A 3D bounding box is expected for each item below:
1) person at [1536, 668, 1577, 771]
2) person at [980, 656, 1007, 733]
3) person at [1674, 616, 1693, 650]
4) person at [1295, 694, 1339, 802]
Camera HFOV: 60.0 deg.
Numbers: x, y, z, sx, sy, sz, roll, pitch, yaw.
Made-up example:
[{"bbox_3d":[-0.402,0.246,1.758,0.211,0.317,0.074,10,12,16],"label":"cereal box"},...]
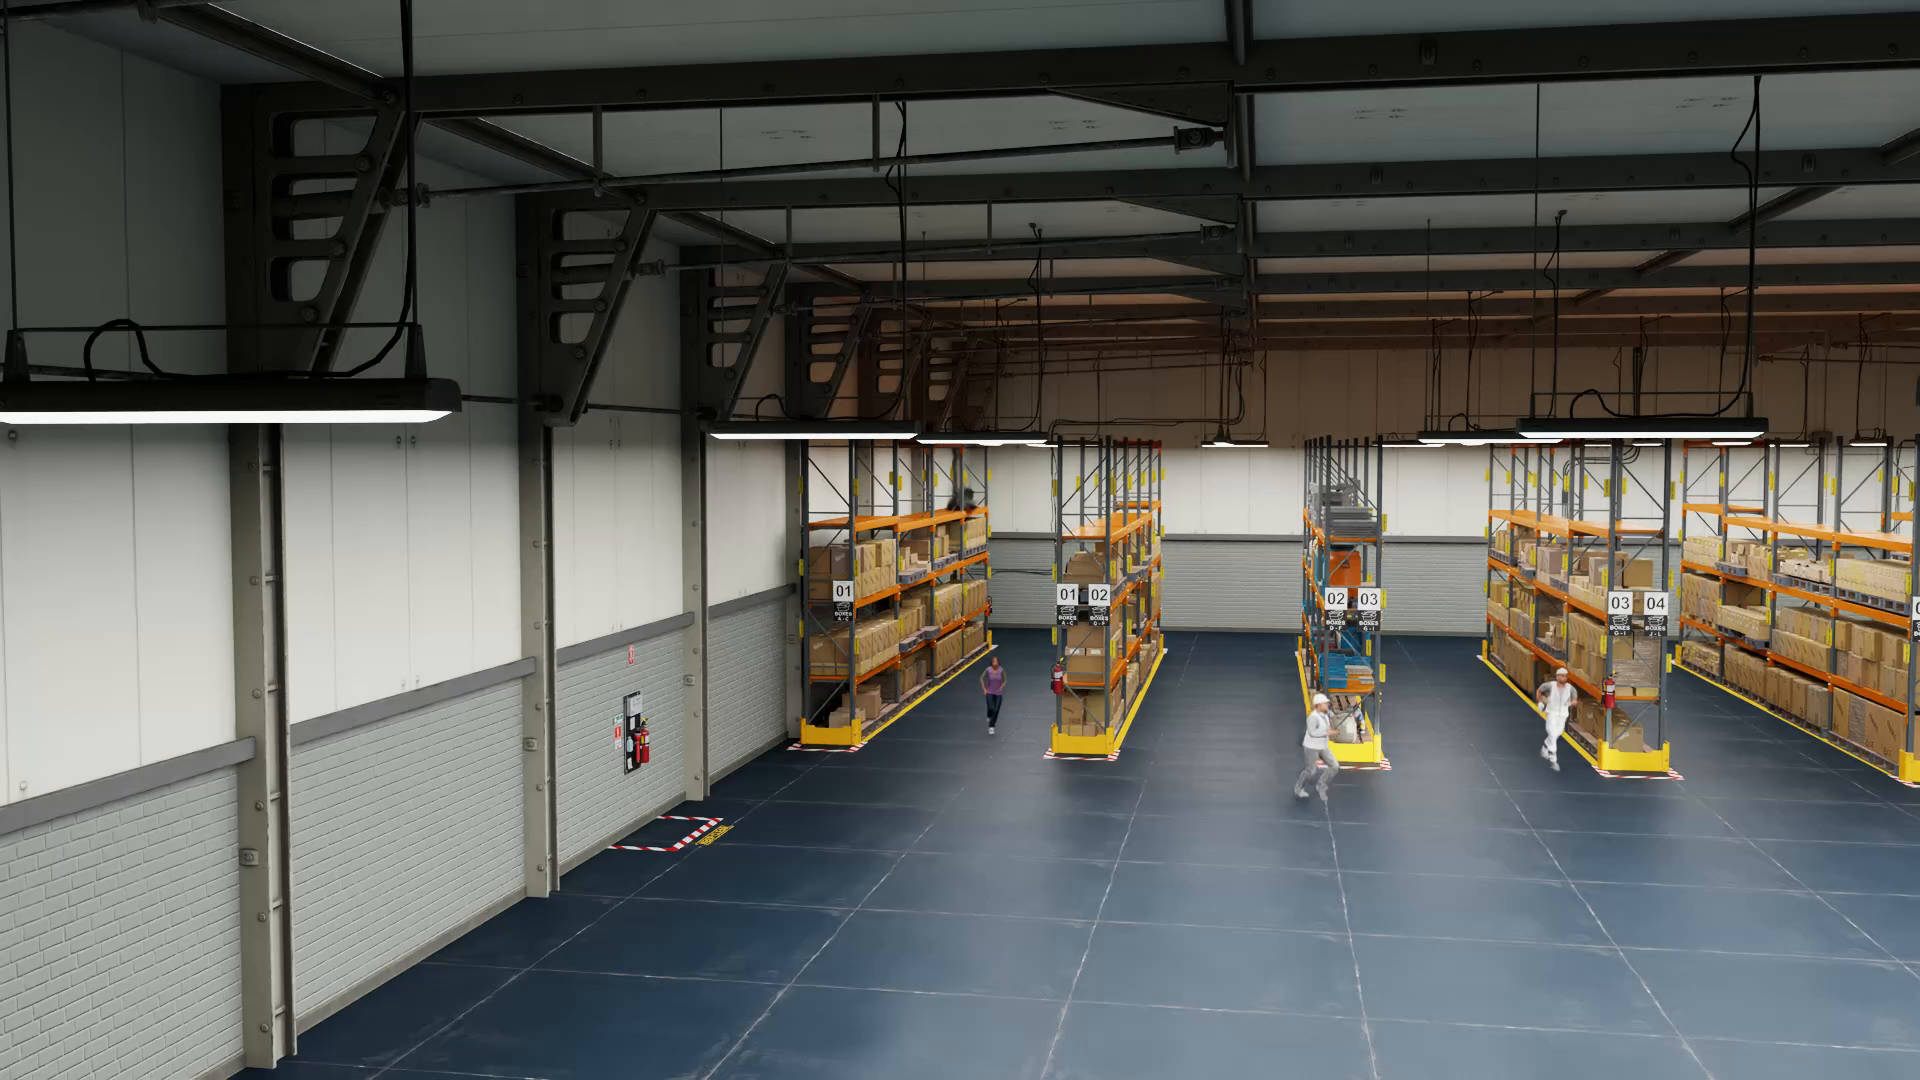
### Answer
[{"bbox_3d":[10.820,3.214,30.128,0.664,1.827,0.949,0,3,-1],"label":"person"},{"bbox_3d":[0.693,3.130,33.656,0.546,1.557,0.518,0,3,-6],"label":"person"},{"bbox_3d":[19.951,2.490,45.667,0.659,1.561,0.566,1,3,11],"label":"person"},{"bbox_3d":[5.841,3.373,27.079,0.811,1.769,0.569,3,4,41],"label":"person"}]
